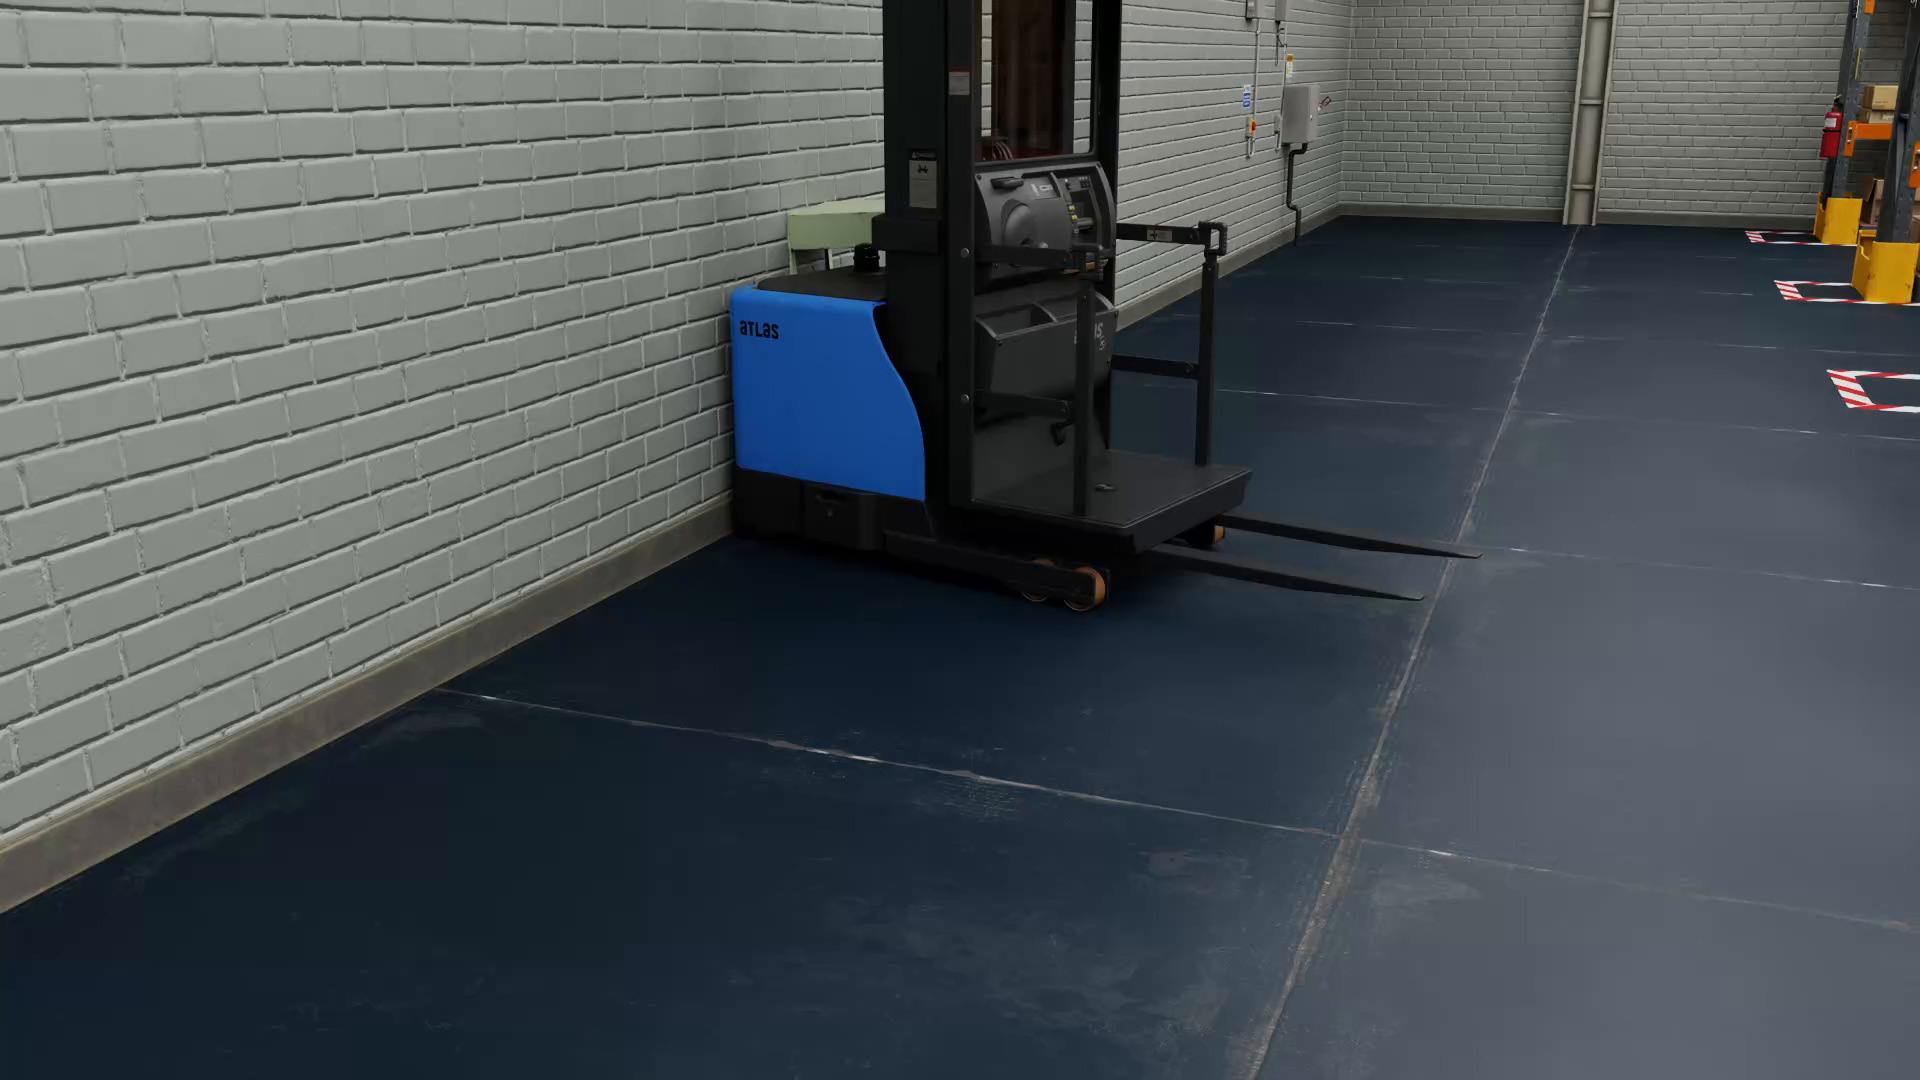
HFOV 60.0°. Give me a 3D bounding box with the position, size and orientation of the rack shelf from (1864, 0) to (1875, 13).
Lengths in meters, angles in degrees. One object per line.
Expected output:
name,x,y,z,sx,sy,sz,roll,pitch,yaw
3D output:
rack shelf,11.785,-5.778,17.605,4.000,0.370,1.077,6,17,21

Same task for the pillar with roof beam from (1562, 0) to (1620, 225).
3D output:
pillar with roof beam,6.167,-7.161,15.701,0.400,9.000,9.100,6,17,21

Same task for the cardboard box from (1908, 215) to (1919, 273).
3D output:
cardboard box,8.757,-2.529,14.348,0.875,0.438,0.875,6,17,19

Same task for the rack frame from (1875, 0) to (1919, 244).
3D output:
rack frame,8.107,-3.599,14.192,0.127,3.000,1.000,6,17,21

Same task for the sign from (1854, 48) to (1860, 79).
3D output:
sign,9.726,-5.162,18.022,0.005,0.325,0.100,6,17,21

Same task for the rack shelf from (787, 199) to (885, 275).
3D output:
rack shelf,-0.377,-1.370,7.615,0.720,0.370,0.431,3,20,22

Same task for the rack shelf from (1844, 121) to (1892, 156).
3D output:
rack shelf,11.785,-4.337,18.023,4.000,0.370,1.077,6,17,21

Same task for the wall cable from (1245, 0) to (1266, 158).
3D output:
wall cable,2.853,-4.673,16.012,0.123,1.953,0.585,6,17,21

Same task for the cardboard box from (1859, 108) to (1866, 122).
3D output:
cardboard box,10.331,-4.802,18.786,0.250,0.149,0.380,6,17,20

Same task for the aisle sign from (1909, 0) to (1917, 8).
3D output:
aisle sign,8.154,-4.936,14.132,0.004,0.787,0.394,6,17,21

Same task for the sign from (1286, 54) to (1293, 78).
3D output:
sign,3.546,-5.104,17.892,0.001,0.242,0.339,6,17,21

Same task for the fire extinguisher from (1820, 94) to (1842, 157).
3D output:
fire extinguisher,9.618,-4.566,18.330,0.183,0.674,0.296,6,17,21

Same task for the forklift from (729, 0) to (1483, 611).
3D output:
forklift,0.517,-1.308,6.420,3.031,2.935,1.130,11,19,33

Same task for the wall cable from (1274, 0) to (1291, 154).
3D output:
wall cable,3.362,-5.027,17.288,0.122,1.984,0.588,6,17,21

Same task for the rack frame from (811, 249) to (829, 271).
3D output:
rack frame,-0.682,-1.018,7.877,0.023,1.500,0.400,3,20,22

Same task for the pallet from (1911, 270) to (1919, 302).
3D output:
pallet,8.879,-2.199,14.369,1.213,0.211,1.003,6,17,21

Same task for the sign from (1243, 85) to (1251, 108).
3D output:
sign,2.778,-4.294,16.099,0.001,0.218,0.327,6,17,21

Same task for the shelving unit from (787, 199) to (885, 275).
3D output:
shelving unit,-0.344,-1.002,7.738,0.755,1.500,0.431,3,20,22

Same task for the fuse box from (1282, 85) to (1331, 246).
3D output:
fuse box,3.759,-4.081,18.163,0.414,1.711,0.539,6,17,21

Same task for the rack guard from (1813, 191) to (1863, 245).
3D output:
rack guard,9.995,-3.679,18.950,0.348,0.500,1.175,6,17,21

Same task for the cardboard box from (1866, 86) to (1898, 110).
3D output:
cardboard box,10.248,-4.842,18.207,0.500,0.250,0.500,6,17,21

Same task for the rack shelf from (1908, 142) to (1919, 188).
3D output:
rack shelf,9.967,-3.049,13.588,4.000,0.370,1.077,6,17,21

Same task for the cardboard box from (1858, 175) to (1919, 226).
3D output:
cardboard box,10.459,-3.803,18.617,0.637,0.503,0.797,6,17,18

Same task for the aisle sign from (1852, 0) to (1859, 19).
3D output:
aisle sign,9.753,-6.066,18.027,0.004,0.787,0.394,6,17,21

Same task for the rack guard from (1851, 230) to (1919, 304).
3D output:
rack guard,8.084,-2.401,14.549,0.348,0.500,1.175,6,17,21

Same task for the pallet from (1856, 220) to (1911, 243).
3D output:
pallet,10.737,-3.459,18.710,1.213,0.211,1.003,6,17,21

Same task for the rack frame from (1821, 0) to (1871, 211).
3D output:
rack frame,9.924,-4.887,18.628,0.127,3.000,1.000,6,17,21

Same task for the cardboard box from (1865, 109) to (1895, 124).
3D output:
cardboard box,10.130,-4.662,18.302,0.250,0.149,0.380,6,17,20

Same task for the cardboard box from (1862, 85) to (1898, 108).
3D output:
cardboard box,10.450,-4.980,18.682,0.500,0.250,0.500,7,18,22
